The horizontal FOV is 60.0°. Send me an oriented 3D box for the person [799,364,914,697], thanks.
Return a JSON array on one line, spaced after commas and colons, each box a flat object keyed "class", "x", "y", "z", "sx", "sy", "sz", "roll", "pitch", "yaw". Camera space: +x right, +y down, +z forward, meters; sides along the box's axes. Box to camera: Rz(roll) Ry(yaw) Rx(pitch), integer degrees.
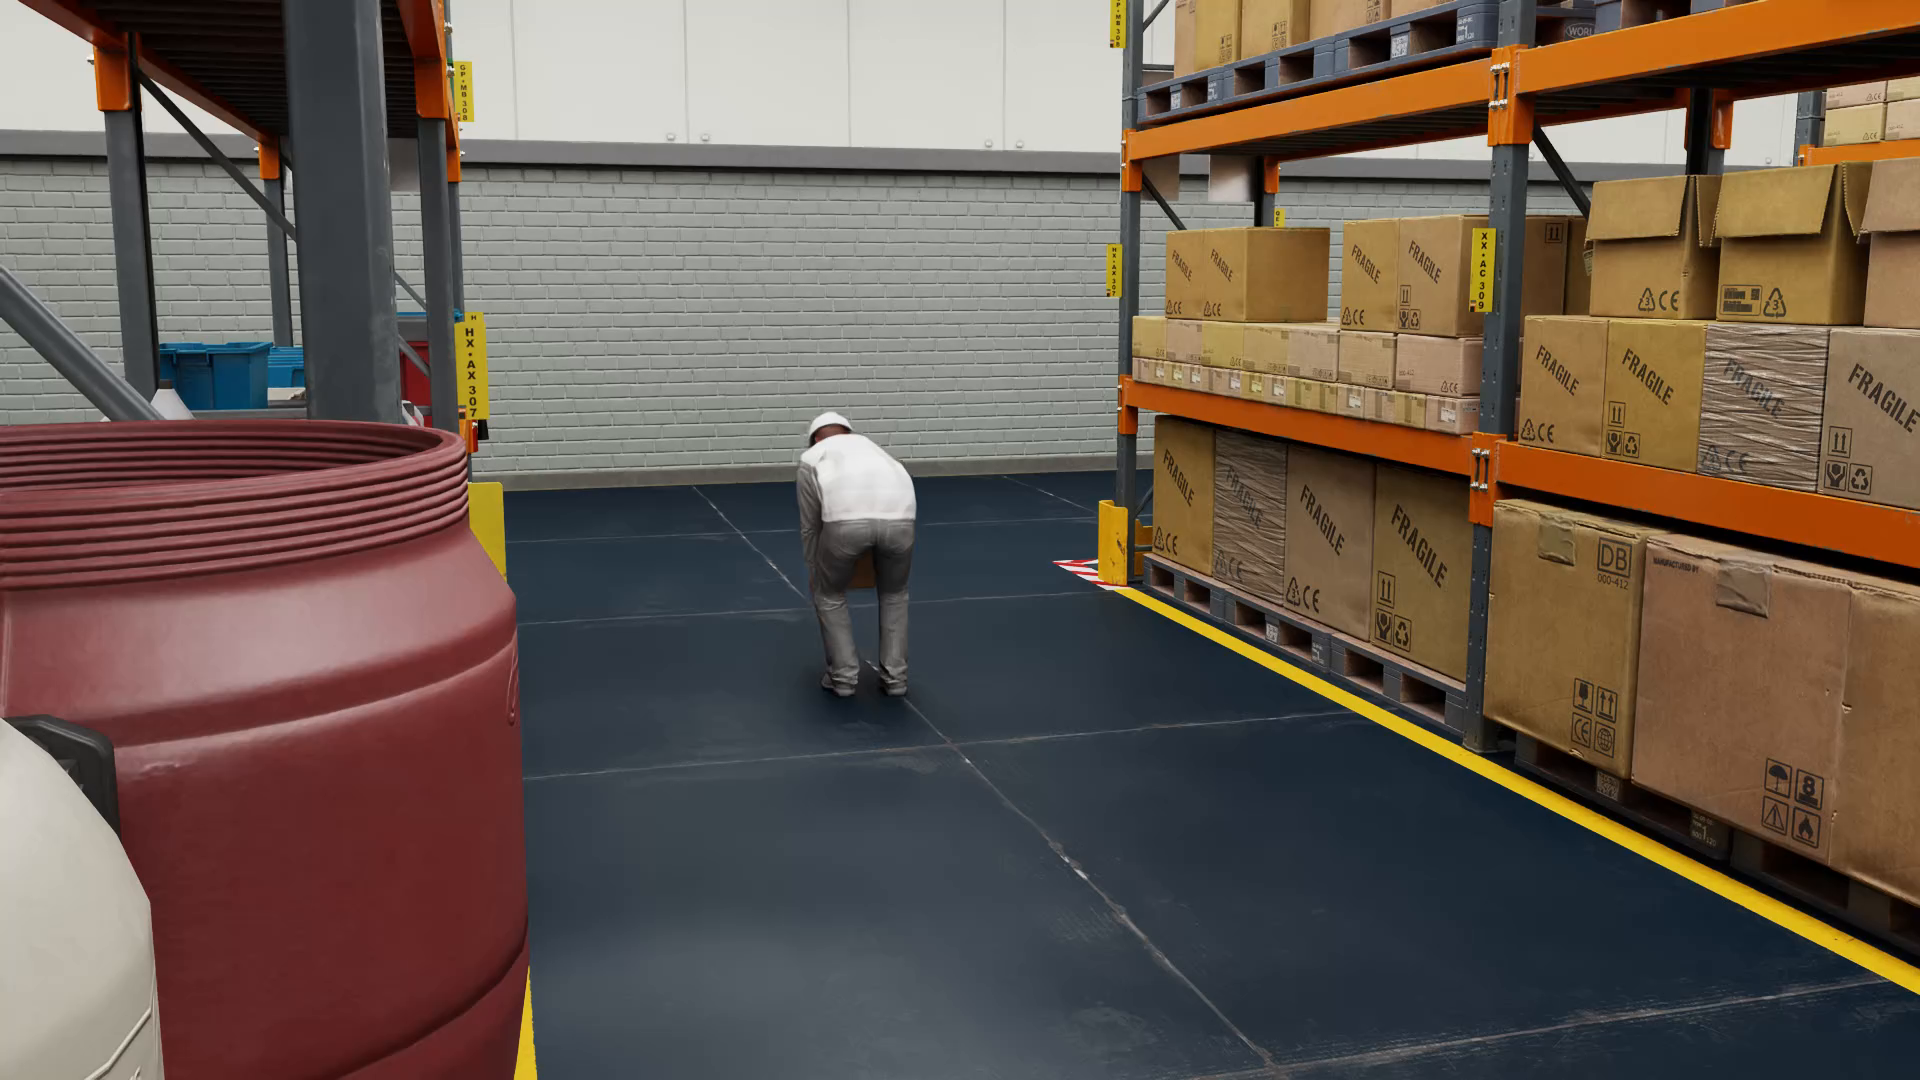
[{"class": "person", "x": -0.513, "y": -0.057, "z": 7.930, "sx": 0.474, "sy": 1.526, "sz": 0.841, "roll": -3, "pitch": 10, "yaw": -17}]
